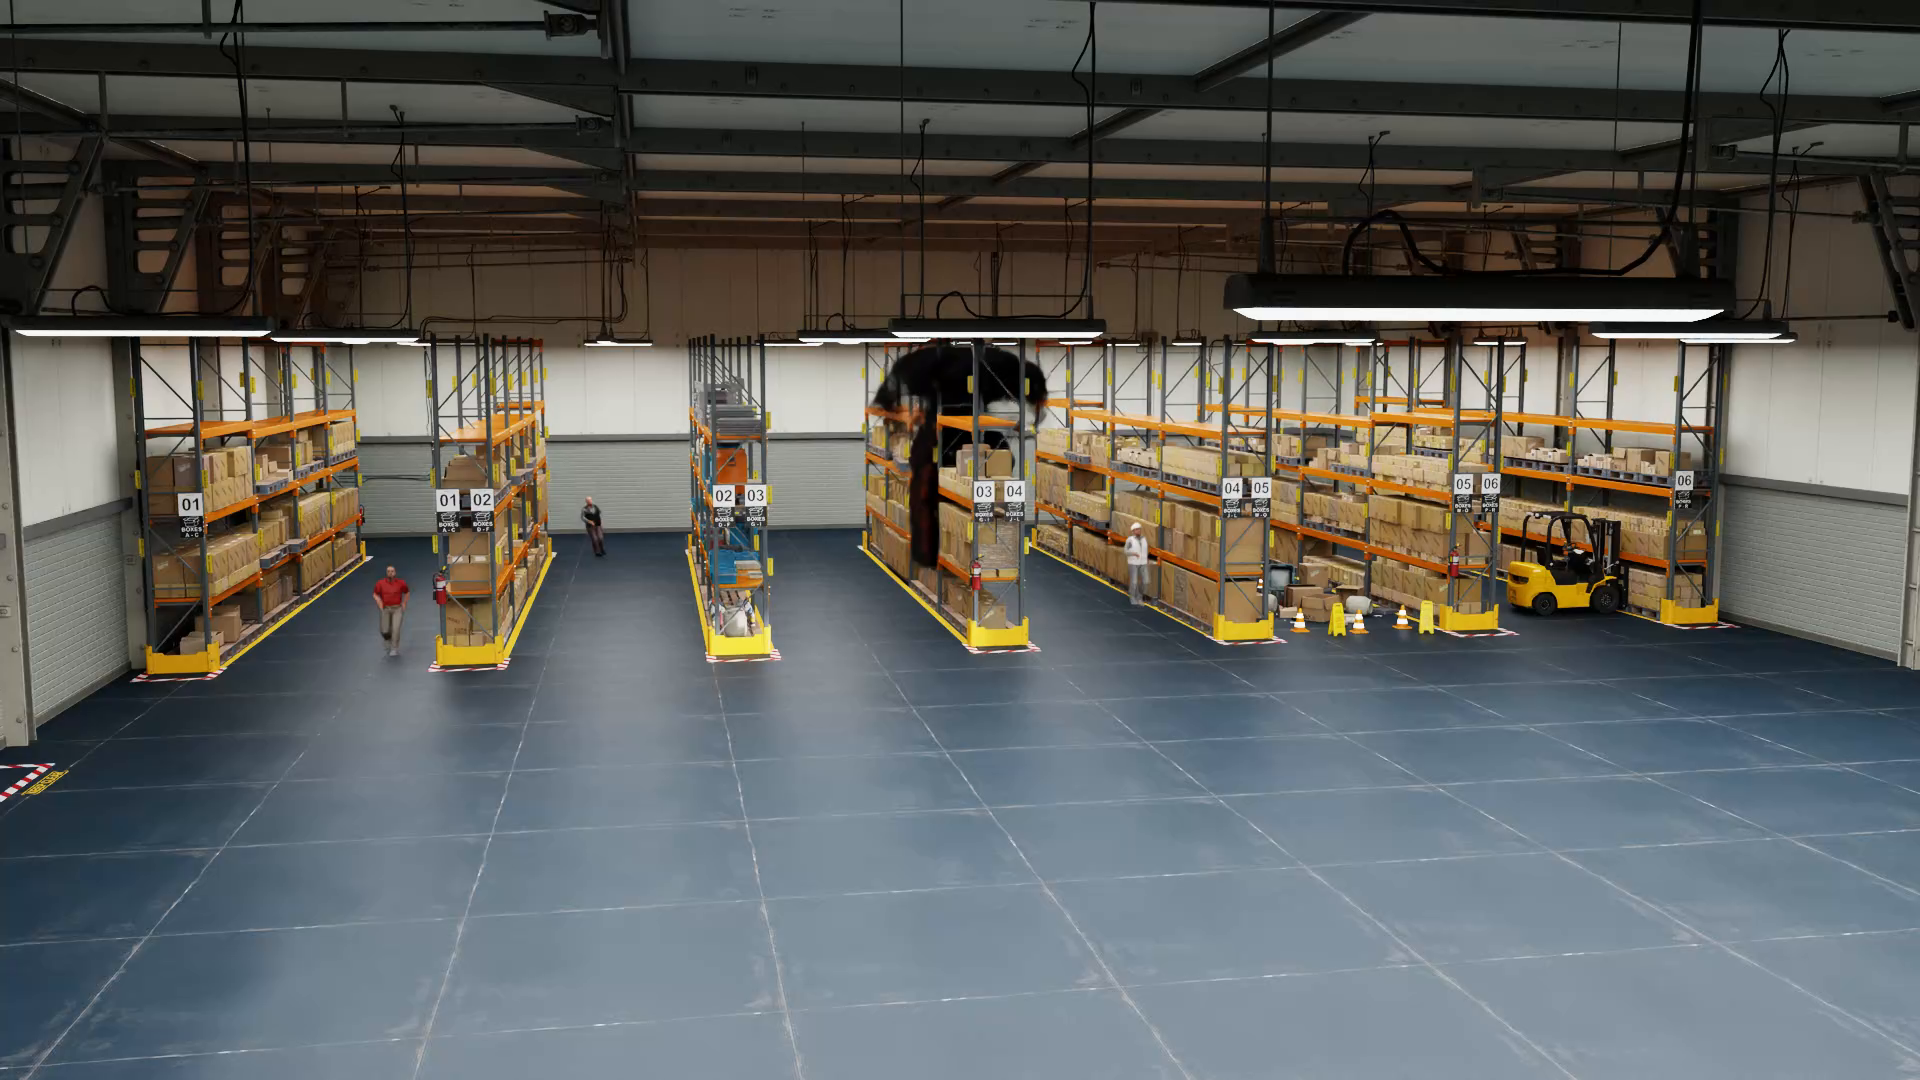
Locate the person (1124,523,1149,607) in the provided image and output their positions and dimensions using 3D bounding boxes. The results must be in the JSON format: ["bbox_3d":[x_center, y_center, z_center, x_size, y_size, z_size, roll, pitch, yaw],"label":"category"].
[{"bbox_3d":[3.811,0.538,35.343,0.647,1.803,0.605,-2,7,-18],"label":"person"}]

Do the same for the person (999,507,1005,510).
[{"bbox_3d":[1.162,-0.545,47.209,0.705,1.840,0.817,-1,7,-5],"label":"person"}]

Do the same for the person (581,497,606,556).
[{"bbox_3d":[-10.088,-0.359,45.802,0.693,1.670,0.583,-3,7,-25],"label":"person"}]

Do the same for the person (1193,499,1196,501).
[{"bbox_3d":[7.318,-0.906,50.856,0.884,1.634,0.637,1,7,11],"label":"person"}]

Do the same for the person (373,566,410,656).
[{"bbox_3d":[-10.652,1.318,31.202,0.655,1.679,0.626,-2,7,-17],"label":"person"}]
